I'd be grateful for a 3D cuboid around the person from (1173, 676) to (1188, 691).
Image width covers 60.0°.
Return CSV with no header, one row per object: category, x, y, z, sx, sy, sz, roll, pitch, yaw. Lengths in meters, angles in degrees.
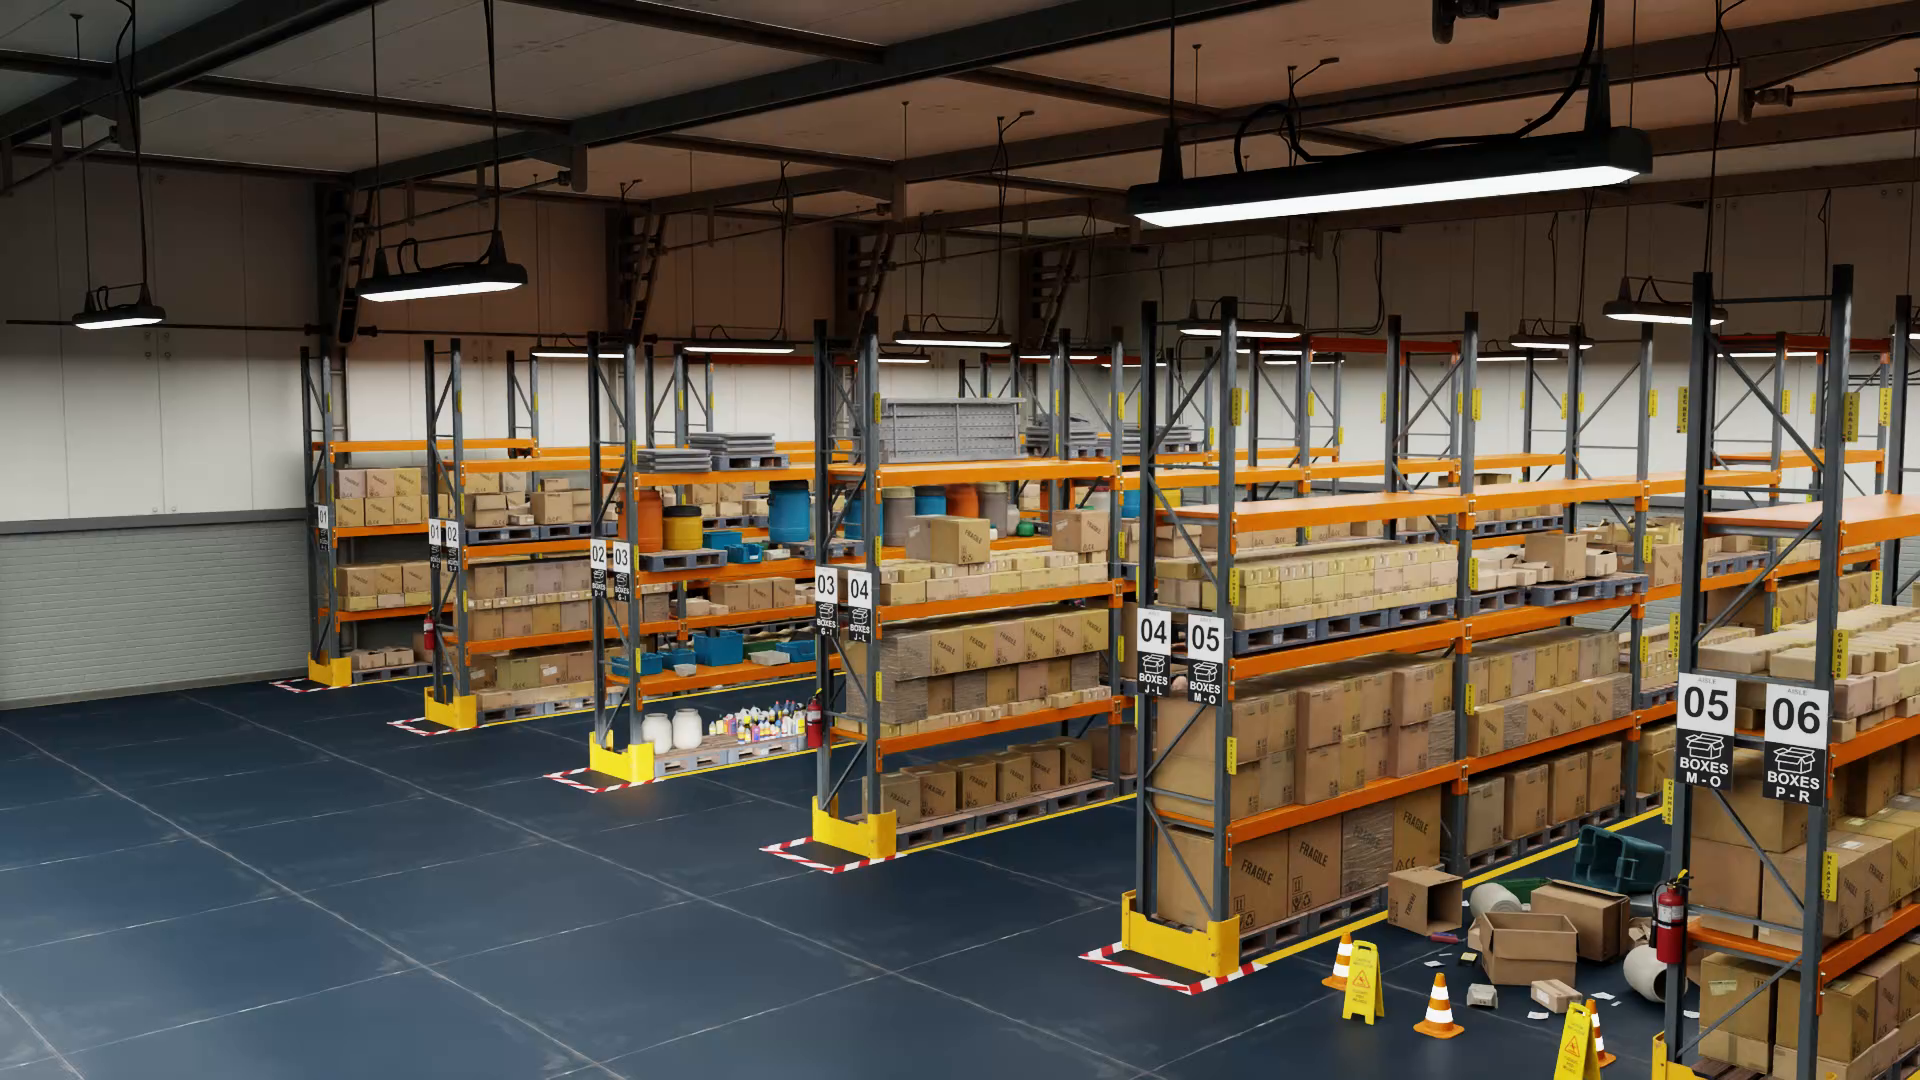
person,2.889,2.518,20.243,0.751,1.757,0.641,-2,6,-26
